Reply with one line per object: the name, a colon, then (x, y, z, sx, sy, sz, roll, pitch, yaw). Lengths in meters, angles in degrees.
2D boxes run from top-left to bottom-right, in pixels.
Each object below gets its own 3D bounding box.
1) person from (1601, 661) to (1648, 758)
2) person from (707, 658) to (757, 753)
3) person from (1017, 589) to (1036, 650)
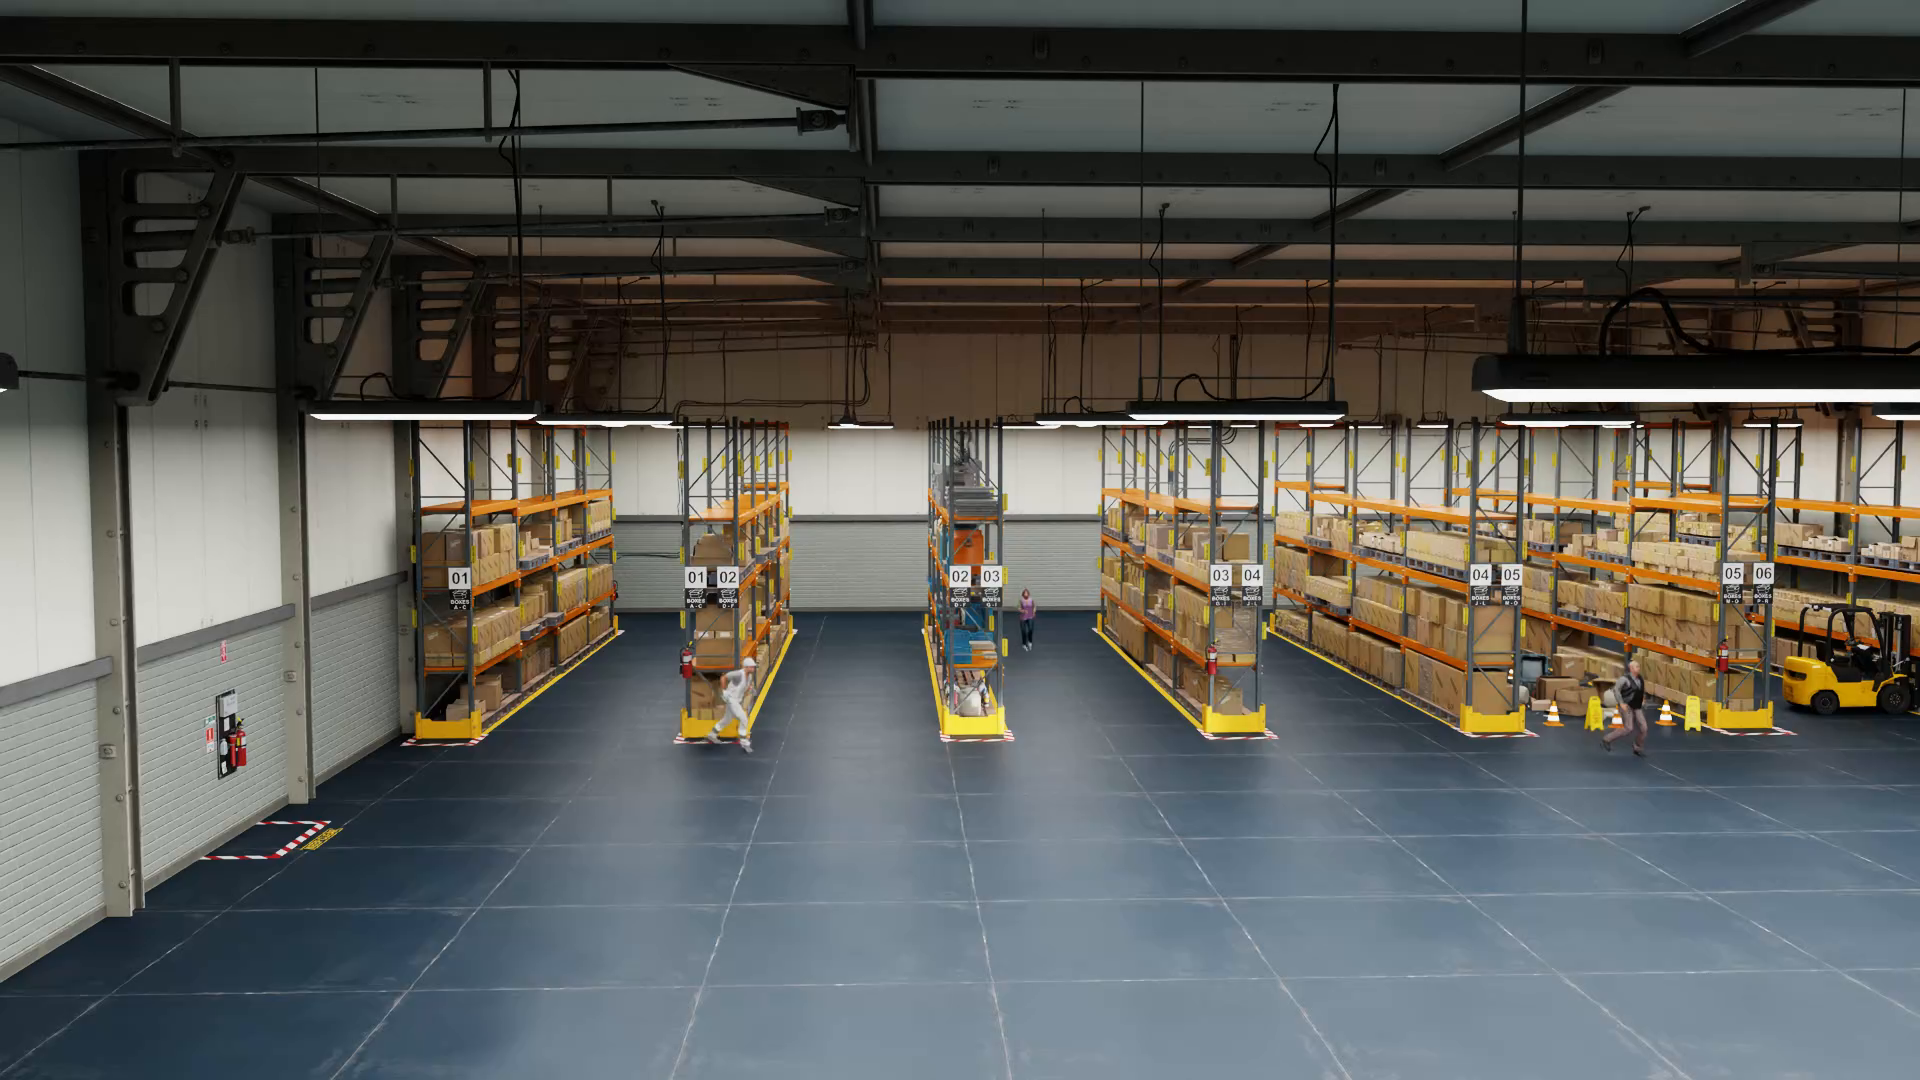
person: (11.810, 3.031, 29.383, 0.842, 1.638, 0.625, -3, 4, -34)
person: (-4.101, 2.956, 29.812, 1.057, 1.731, 0.705, 2, 4, 24)
person: (1.726, 2.060, 42.851, 0.511, 1.552, 0.636, 0, 4, -4)
